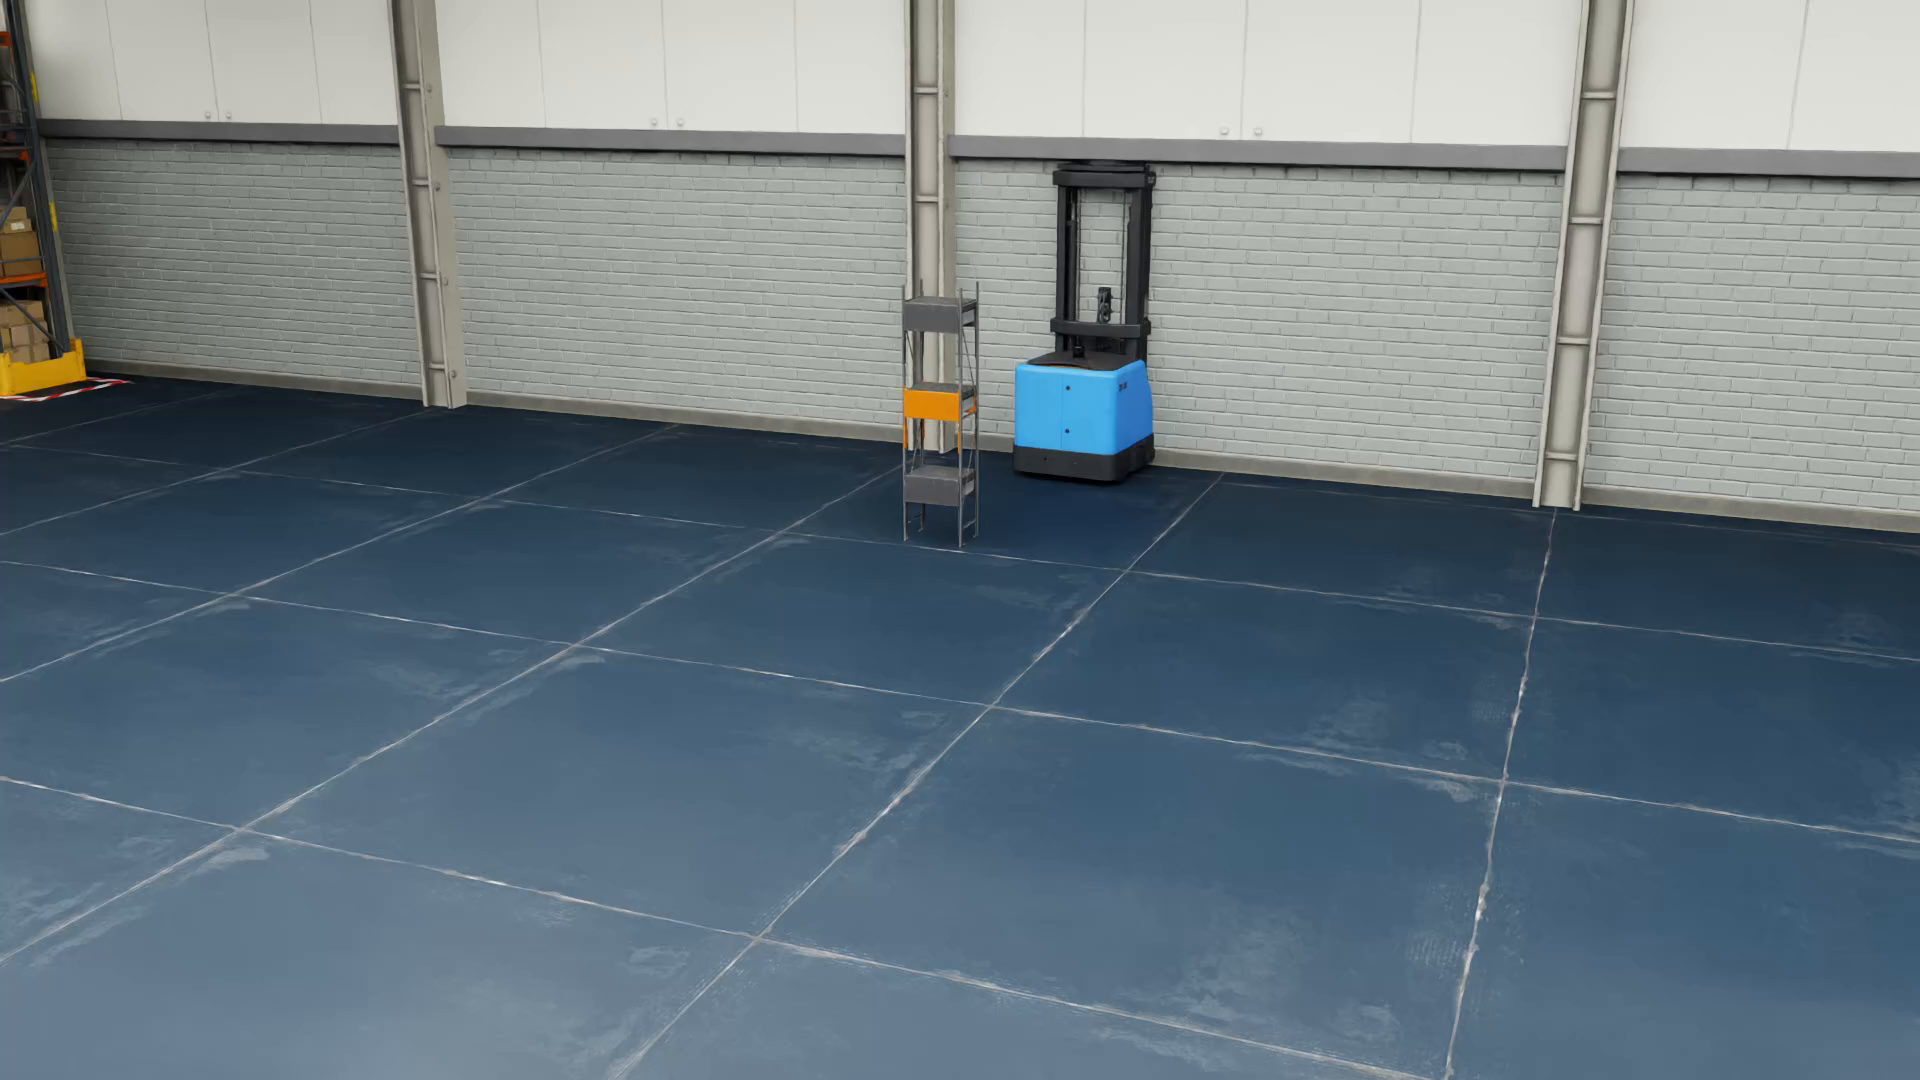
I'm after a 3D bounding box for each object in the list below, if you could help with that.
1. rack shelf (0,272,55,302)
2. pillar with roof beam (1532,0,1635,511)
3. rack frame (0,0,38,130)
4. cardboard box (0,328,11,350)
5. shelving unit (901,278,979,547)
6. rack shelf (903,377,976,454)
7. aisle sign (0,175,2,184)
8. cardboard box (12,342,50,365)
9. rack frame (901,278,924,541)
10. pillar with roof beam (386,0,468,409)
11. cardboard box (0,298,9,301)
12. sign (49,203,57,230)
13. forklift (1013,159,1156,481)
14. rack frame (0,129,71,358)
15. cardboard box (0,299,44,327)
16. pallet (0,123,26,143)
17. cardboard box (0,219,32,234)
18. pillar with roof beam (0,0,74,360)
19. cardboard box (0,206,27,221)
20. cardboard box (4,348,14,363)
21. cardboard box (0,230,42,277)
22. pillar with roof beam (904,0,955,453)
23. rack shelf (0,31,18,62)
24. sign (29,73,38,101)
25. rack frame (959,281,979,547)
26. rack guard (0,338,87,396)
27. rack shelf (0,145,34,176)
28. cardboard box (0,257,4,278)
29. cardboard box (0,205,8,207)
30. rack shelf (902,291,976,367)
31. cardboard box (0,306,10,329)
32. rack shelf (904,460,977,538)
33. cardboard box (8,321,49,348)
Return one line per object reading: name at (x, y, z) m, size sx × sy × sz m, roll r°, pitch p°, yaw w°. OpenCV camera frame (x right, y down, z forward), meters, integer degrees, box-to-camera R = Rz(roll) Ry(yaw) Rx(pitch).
rack shelf at (-12.992, -3.151, 20.438) m, size 4.000 × 0.370 × 1.077 m, roll 6°, pitch 17°, yaw 21°
pillar with roof beam at (3.716, -3.520, 9.658) m, size 0.400 × 9.000 × 9.100 m, roll 6°, pitch 17°, yaw 21°
rack frame at (-11.132, -6.173, 18.796) m, size 0.127 × 3.000 × 1.000 m, roll 6°, pitch 17°, yaw 21°
cardboard box at (-11.699, -2.382, 19.780) m, size 0.500 × 0.250 × 0.500 m, roll 6°, pitch 17°, yaw 20°
shelving unit at (-0.154, -1.025, 13.439) m, size 0.503 × 2.100 × 0.431 m, roll 6°, pitch 17°, yaw 21°
rack shelf at (-0.154, -1.012, 13.443) m, size 0.480 × 0.518 × 0.431 m, roll 6°, pitch 17°, yaw 21°
aisle sign at (-11.178, -4.457, 18.985) m, size 0.004 × 0.787 × 0.394 m, roll 6°, pitch 17°, yaw 21°
cardboard box at (-11.517, -2.274, 20.305) m, size 0.500 × 0.250 × 0.500 m, roll 6°, pitch 17°, yaw 21°
rack frame at (-0.381, -1.050, 13.525) m, size 0.015 × 2.100 × 0.400 m, roll 6°, pitch 17°, yaw 21°
pillar with roof beam at (-7.447, -4.748, 13.887) m, size 0.400 × 9.000 × 9.100 m, roll 6°, pitch 17°, yaw 21°
cardboard box at (-11.976, -2.802, 20.329) m, size 0.500 × 0.250 × 0.500 m, roll 6°, pitch 17°, yaw 21°
sign at (-10.923, -3.889, 19.995) m, size 0.005 × 0.325 × 0.100 m, roll 6°, pitch 17°, yaw 21°
forklift at (1.601, -2.316, 16.394) m, size 1.130 × 2.935 × 3.031 m, roll 8°, pitch 18°, yaw 25°
rack frame at (-11.132, -3.292, 19.633) m, size 0.127 × 3.000 × 1.000 m, roll 6°, pitch 17°, yaw 21°
cardboard box at (-11.509, -2.752, 20.157) m, size 0.500 × 0.250 × 0.500 m, roll 6°, pitch 17°, yaw 20°
pallet at (-11.780, -4.769, 19.499) m, size 1.213 × 0.211 × 1.003 m, roll 6°, pitch 17°, yaw 21°
cardboard box at (-11.352, -3.753, 19.880) m, size 0.250 × 0.149 × 0.380 m, roll 6°, pitch 17°, yaw 19°
pillar with roof beam at (-13.028, -5.361, 16.001) m, size 0.400 × 9.000 × 9.100 m, roll 6°, pitch 17°, yaw 21°
cardboard box at (-11.366, -3.884, 19.796) m, size 0.250 × 0.149 × 0.380 m, roll 6°, pitch 17°, yaw 20°
cardboard box at (-11.685, -2.139, 19.841) m, size 0.500 × 0.250 × 0.500 m, roll 6°, pitch 17°, yaw 21°
cardboard box at (-11.491, -3.463, 20.041) m, size 0.500 × 0.500 × 0.500 m, roll 7°, pitch 18°, yaw 22°
pillar with roof beam at (-1.865, -4.134, 11.773) m, size 0.400 × 9.000 × 9.100 m, roll 6°, pitch 17°, yaw 21°
rack shelf at (-12.992, -5.840, 19.657) m, size 4.000 × 0.370 × 1.077 m, roll 6°, pitch 17°, yaw 21°
sign at (-10.923, -5.334, 19.575) m, size 0.005 × 0.325 × 0.100 m, roll 6°, pitch 17°, yaw 21°
rack frame at (0.073, -1.000, 13.353) m, size 0.015 × 2.100 × 0.400 m, roll 6°, pitch 17°, yaw 21°
rack guard at (-11.109, -2.089, 19.973) m, size 0.348 × 0.500 × 1.175 m, roll 6°, pitch 17°, yaw 21°
rack shelf at (-12.992, -4.592, 20.020) m, size 4.000 × 0.370 × 1.077 m, roll 6°, pitch 17°, yaw 21°
cardboard box at (-11.686, -3.322, 19.558) m, size 0.500 × 0.500 × 0.500 m, roll 6°, pitch 17°, yaw 19°
cardboard box at (-11.590, -3.927, 19.946) m, size 0.250 × 0.149 × 0.380 m, roll 7°, pitch 18°, yaw 23°
rack shelf at (-0.154, -1.684, 13.248) m, size 0.480 × 0.518 × 0.431 m, roll 6°, pitch 17°, yaw 21°
cardboard box at (-11.675, -2.620, 19.702) m, size 0.500 × 0.250 × 0.500 m, roll 7°, pitch 18°, yaw 22°
rack shelf at (-0.154, -0.340, 13.638) m, size 0.480 × 0.518 × 0.431 m, roll 6°, pitch 17°, yaw 21°
cardboard box at (-11.493, -2.515, 20.239) m, size 0.500 × 0.250 × 0.500 m, roll 7°, pitch 17°, yaw 22°
